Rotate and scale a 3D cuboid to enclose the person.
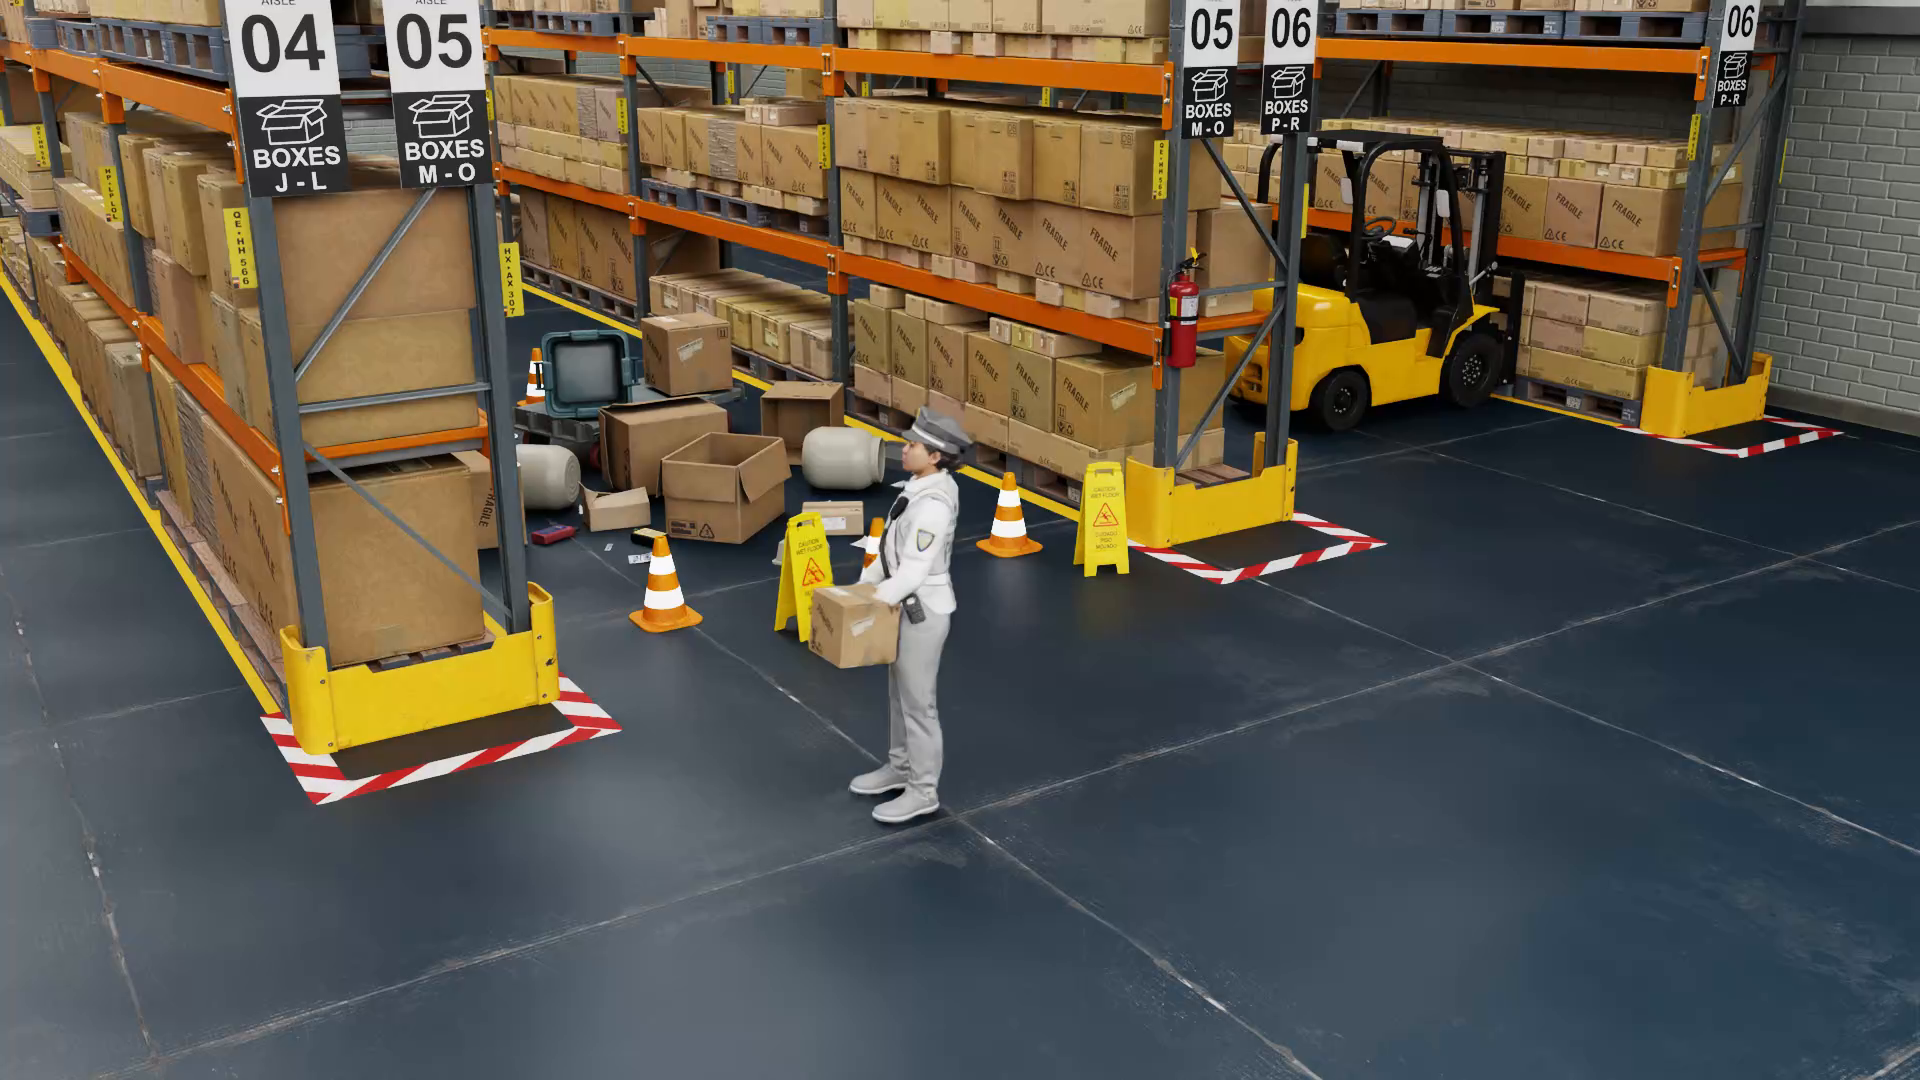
[{"bbox_3d":[-0.203,0.283,6.619,0.512,1.699,0.437,-1,18,-2],"label":"person"}]
